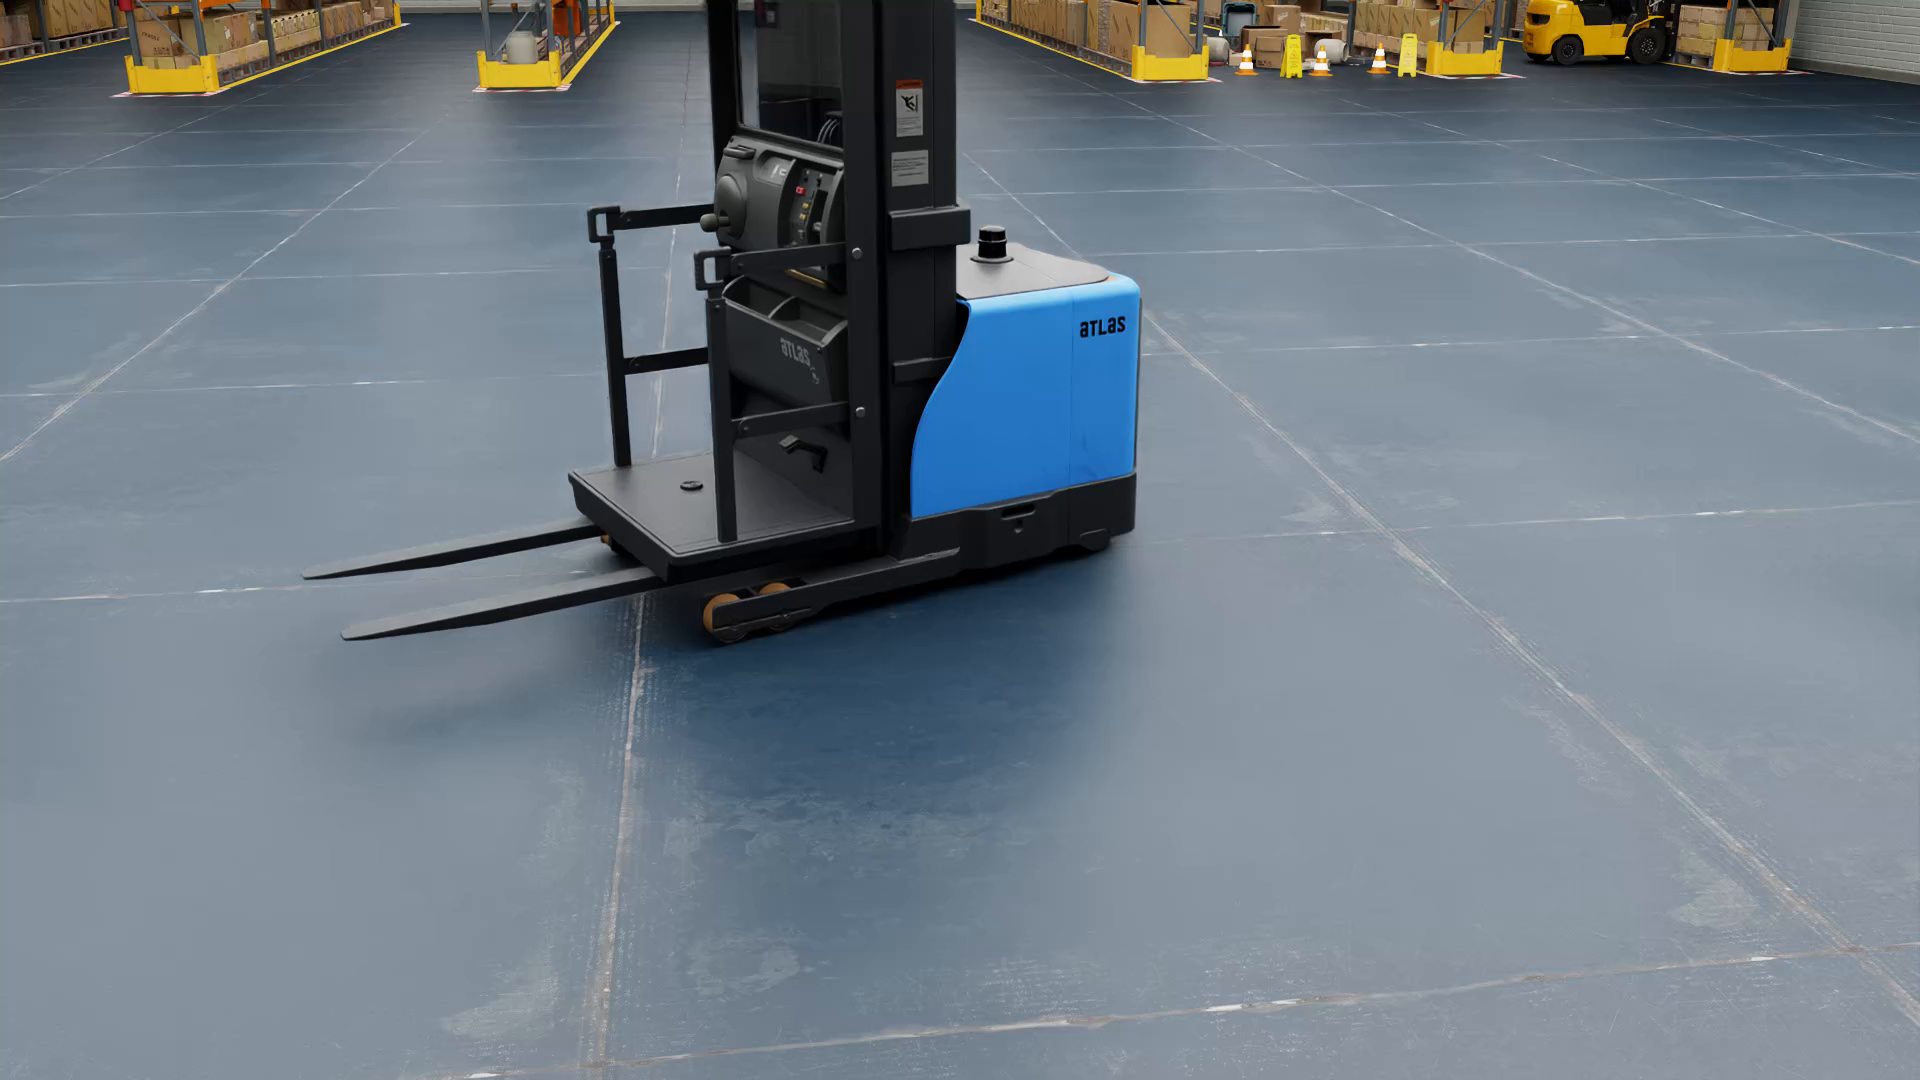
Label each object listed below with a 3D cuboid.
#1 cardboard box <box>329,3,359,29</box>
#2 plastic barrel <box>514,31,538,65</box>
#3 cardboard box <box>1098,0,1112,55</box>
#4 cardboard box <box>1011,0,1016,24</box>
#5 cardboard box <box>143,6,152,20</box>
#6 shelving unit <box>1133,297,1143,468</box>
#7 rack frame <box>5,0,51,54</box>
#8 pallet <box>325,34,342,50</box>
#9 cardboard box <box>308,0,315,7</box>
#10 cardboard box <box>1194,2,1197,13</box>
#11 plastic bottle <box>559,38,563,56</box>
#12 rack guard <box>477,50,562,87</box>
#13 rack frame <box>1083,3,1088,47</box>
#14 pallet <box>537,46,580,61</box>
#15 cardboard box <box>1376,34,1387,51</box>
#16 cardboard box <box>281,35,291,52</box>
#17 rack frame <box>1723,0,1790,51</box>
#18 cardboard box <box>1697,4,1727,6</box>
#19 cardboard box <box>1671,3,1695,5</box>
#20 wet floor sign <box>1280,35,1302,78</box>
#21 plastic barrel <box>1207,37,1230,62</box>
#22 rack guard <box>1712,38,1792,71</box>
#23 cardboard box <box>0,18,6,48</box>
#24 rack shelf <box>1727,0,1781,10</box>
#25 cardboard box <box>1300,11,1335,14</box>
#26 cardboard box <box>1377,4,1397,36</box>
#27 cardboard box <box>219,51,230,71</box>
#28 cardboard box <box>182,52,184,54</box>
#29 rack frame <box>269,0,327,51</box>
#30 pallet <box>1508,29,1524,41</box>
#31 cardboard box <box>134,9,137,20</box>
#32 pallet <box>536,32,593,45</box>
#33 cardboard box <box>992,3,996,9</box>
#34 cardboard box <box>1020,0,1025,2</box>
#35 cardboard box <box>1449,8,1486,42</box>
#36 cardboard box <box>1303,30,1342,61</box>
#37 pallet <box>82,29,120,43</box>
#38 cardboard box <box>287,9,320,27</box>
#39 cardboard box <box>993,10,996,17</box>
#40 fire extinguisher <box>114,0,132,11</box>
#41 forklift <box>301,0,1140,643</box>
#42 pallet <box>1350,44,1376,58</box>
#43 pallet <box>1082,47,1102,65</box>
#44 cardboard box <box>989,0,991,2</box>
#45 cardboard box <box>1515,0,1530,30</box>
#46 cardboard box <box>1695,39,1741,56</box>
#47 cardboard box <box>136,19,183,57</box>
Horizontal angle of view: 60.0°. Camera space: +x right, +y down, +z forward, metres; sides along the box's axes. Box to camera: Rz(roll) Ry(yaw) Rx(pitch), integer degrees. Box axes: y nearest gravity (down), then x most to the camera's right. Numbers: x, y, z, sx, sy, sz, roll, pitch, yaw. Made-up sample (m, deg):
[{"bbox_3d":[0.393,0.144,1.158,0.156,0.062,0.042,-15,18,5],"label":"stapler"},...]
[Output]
[{"bbox_3d":[-12.748,-10.816,34.331,0.500,0.500,0.500,-3,21,-8],"label":"cardboard box"},{"bbox_3d":[-6.776,-7.631,25.816,0.421,0.512,0.421,0,20,0],"label":"plastic barrel"},{"bbox_3d":[2.869,-8.720,28.214,0.875,0.875,0.875,-3,21,-7],"label":"cardboard box"},{"bbox_3d":[1.405,-11.579,36.402,0.500,0.500,0.500,-2,21,-6],"label":"cardboard box"},{"bbox_3d":[-18.298,-11.683,36.683,0.700,0.500,0.500,-4,21,-10],"label":"cardboard box"},{"bbox_3d":[0.590,-0.579,6.980,0.258,0.900,0.210,-13,24,-31],"label":"shelving unit"},{"bbox_3d":[-17.490,-10.472,30.468,1.000,3.000,0.127,-3,21,-8],"label":"rack frame"},{"bbox_3d":[-12.659,-9.678,32.326,1.003,0.211,1.213,-3,21,-8],"label":"pallet"},{"bbox_3d":[-13.120,-10.795,33.204,0.500,0.250,0.500,-3,21,-9],"label":"cardboard box"},{"bbox_3d":[6.202,-12.948,40.158,0.875,0.438,0.875,-2,21,-6],"label":"cardboard box"},{"bbox_3d":[-6.640,-8.192,27.615,0.061,0.283,0.133,-2,21,-4],"label":"plastic bottle"},{"bbox_3d":[-6.591,-7.055,24.891,1.175,0.500,0.348,-3,21,-8],"label":"rack guard"},{"bbox_3d":[2.714,-10.052,29.343,1.000,3.000,0.127,-3,21,-8],"label":"rack frame"},{"bbox_3d":[-7.262,-8.551,29.309,1.003,0.211,1.213,-3,21,-8],"label":"pallet"},{"bbox_3d":[7.583,-8.660,28.944,0.500,0.250,0.500,-3,21,-8],"label":"cardboard box"},{"bbox_3d":[-11.898,-8.576,28.722,0.500,0.250,0.500,-2,21,-6],"label":"cardboard box"},{"bbox_3d":[13.086,-9.204,27.071,1.000,3.000,0.127,-3,21,-8],"label":"rack frame"},{"bbox_3d":[13.066,-9.103,28.702,0.500,0.250,0.500,-3,21,-8],"label":"cardboard box"},{"bbox_3d":[12.483,-9.251,29.098,0.500,0.250,0.500,-3,21,-9],"label":"cardboard box"},{"bbox_3d":[5.254,-7.654,26.287,0.267,0.644,0.232,-7,21,-17],"label":"wet floor sign"},{"bbox_3d":[4.395,-8.530,28.949,0.512,0.421,0.421,12,24,30],"label":"plastic barrel"},{"bbox_3d":[13.089,-8.024,27.486,1.175,0.500,0.348,-3,21,-8],"label":"rack guard"},{"bbox_3d":[-17.276,-8.906,29.218,0.700,0.500,0.500,-3,21,-8],"label":"cardboard box"},{"bbox_3d":[12.797,-9.559,29.051,1.077,0.370,4.000,-3,21,-8],"label":"rack shelf"},{"bbox_3d":[7.093,-10.491,33.674,0.950,0.372,0.625,-4,21,-11],"label":"cardboard box"},{"bbox_3d":[7.577,-9.014,28.822,0.500,0.500,0.500,-2,21,-5],"label":"cardboard box"},{"bbox_3d":[-11.369,-7.232,25.122,0.500,0.250,0.500,-3,21,-8],"label":"cardboard box"},{"bbox_3d":[-11.889,-7.206,25.051,0.500,0.250,0.500,-3,21,-8],"label":"cardboard box"},{"bbox_3d":[-12.589,-10.724,31.141,1.000,3.000,0.127,-3,21,-8],"label":"rack frame"},{"bbox_3d":[12.012,-10.380,34.206,1.003,0.211,1.213,-3,21,-8],"label":"pallet"},{"bbox_3d":[-18.142,-11.321,35.713,0.700,0.500,0.500,-3,21,-8],"label":"cardboard box"},{"bbox_3d":[-7.842,-9.937,33.019,1.003,0.211,1.213,-3,21,-8],"label":"pallet"},{"bbox_3d":[0.974,-12.654,39.358,0.380,0.149,0.250,-4,21,-10],"label":"cardboard box"},{"bbox_3d":[1.554,-11.569,35.304,0.500,0.250,0.500,-2,21,-6],"label":"cardboard box"},{"bbox_3d":[8.328,-8.513,27.480,0.500,0.500,0.500,-4,21,-10],"label":"cardboard box"},{"bbox_3d":[6.406,-8.727,29.365,0.500,0.500,0.500,12,24,29],"label":"cardboard box"},{"bbox_3d":[-17.881,-10.288,33.959,1.003,0.211,1.213,-3,21,-8],"label":"pallet"},{"bbox_3d":[-12.270,-9.726,30.998,0.500,0.311,0.500,-2,21,-6],"label":"cardboard box"},{"bbox_3d":[0.979,-12.336,38.931,0.380,0.149,0.250,-3,21,-8],"label":"cardboard box"},{"bbox_3d":[-11.878,-7.853,23.566,0.296,0.674,0.183,-3,21,-8],"label":"fire extinguisher"},{"bbox_3d":[-0.826,-1.228,5.814,3.031,2.935,1.130,-12,24,-29],"label":"forklift"},{"bbox_3d":[7.729,-8.800,29.975,1.003,0.211,1.213,-3,21,-8],"label":"pallet"},{"bbox_3d":[2.746,-8.479,29.115,1.003,0.211,1.213,-3,21,-8],"label":"pallet"},{"bbox_3d":[0.909,-12.884,39.548,0.380,0.149,0.250,-4,21,-10],"label":"cardboard box"},{"bbox_3d":[12.009,-10.841,34.249,0.875,0.625,0.625,-2,21,-6],"label":"cardboard box"},{"bbox_3d":[12.705,-8.259,27.871,0.500,0.250,0.500,-3,21,-7],"label":"cardboard box"},{"bbox_3d":[-11.807,-7.384,24.458,0.500,0.500,0.500,-3,21,-8],"label":"cardboard box"}]
